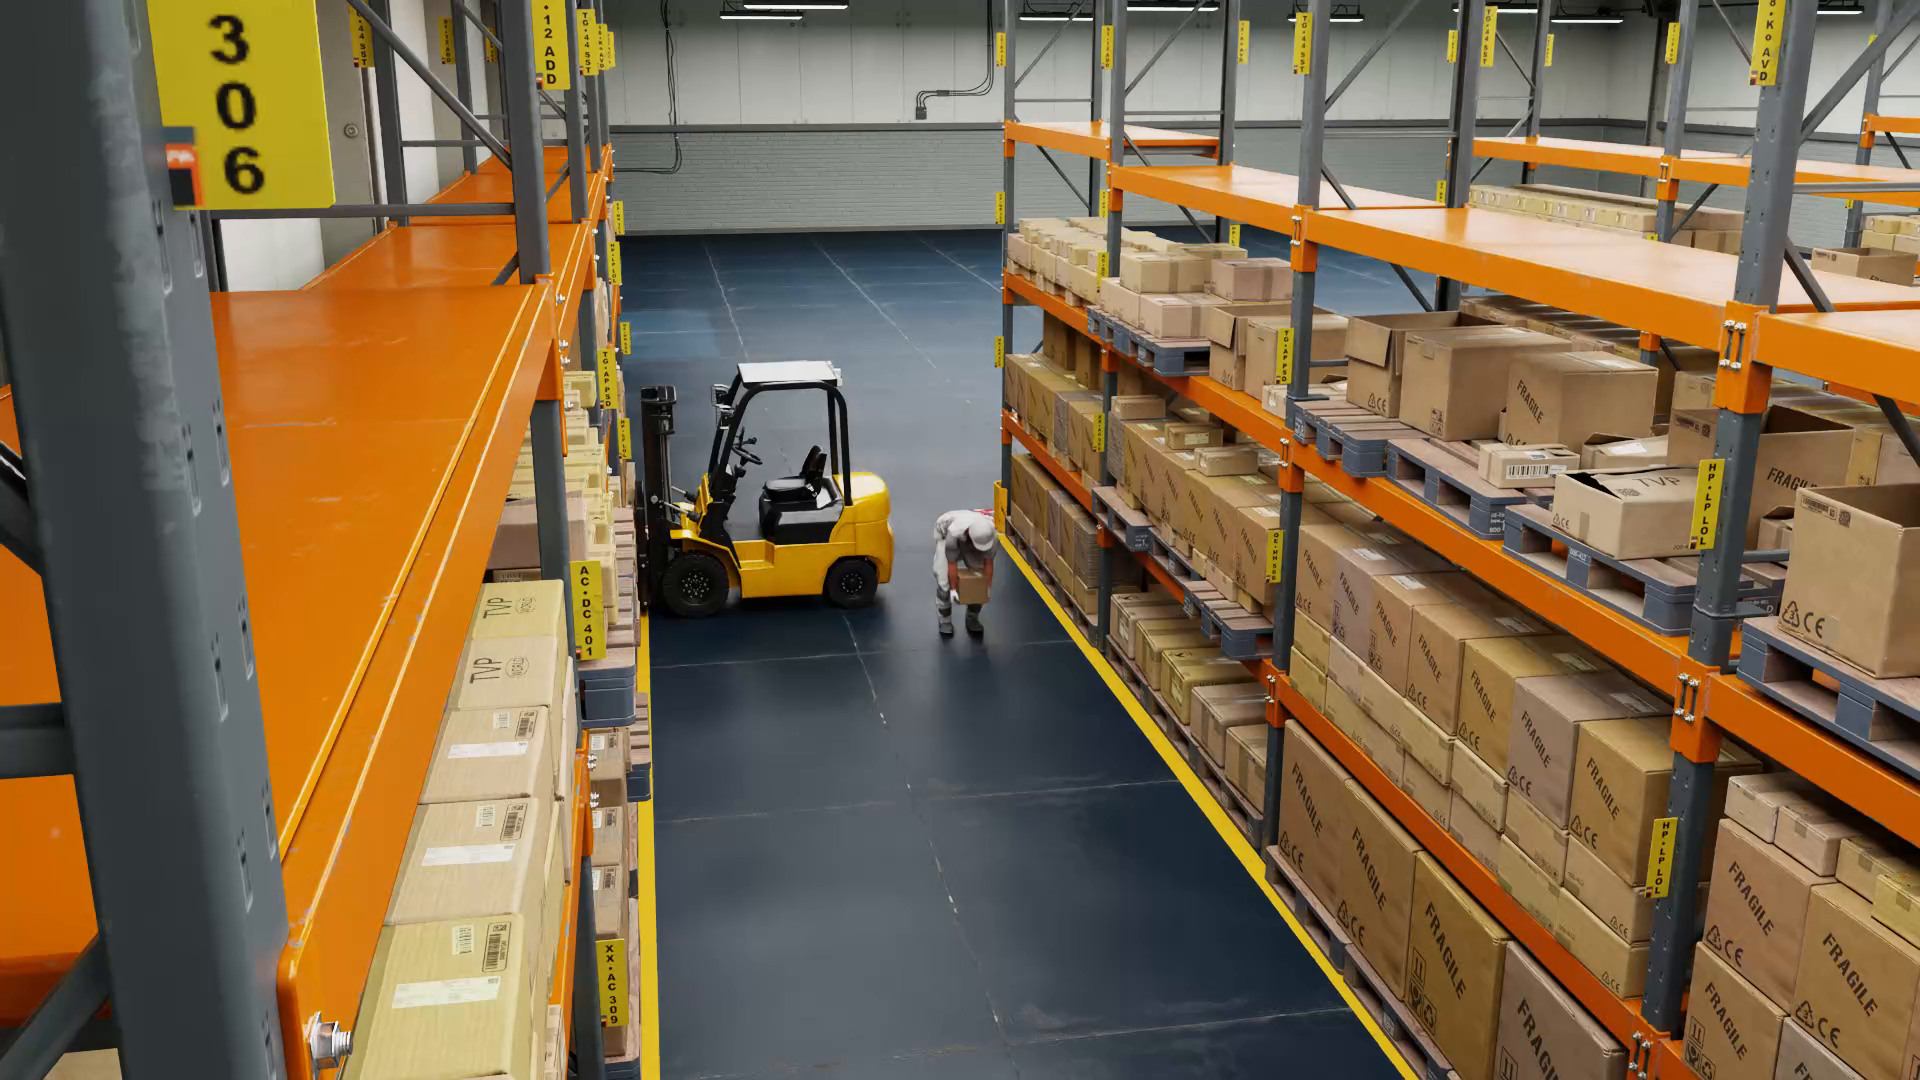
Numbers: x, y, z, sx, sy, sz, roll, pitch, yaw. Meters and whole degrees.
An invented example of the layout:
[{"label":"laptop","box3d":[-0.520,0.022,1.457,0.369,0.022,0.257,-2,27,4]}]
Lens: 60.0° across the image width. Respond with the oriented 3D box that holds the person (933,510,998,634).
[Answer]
[{"label":"person","box3d":[0.055,0.290,14.592,0.523,1.173,0.945,-4,17,-14]}]
